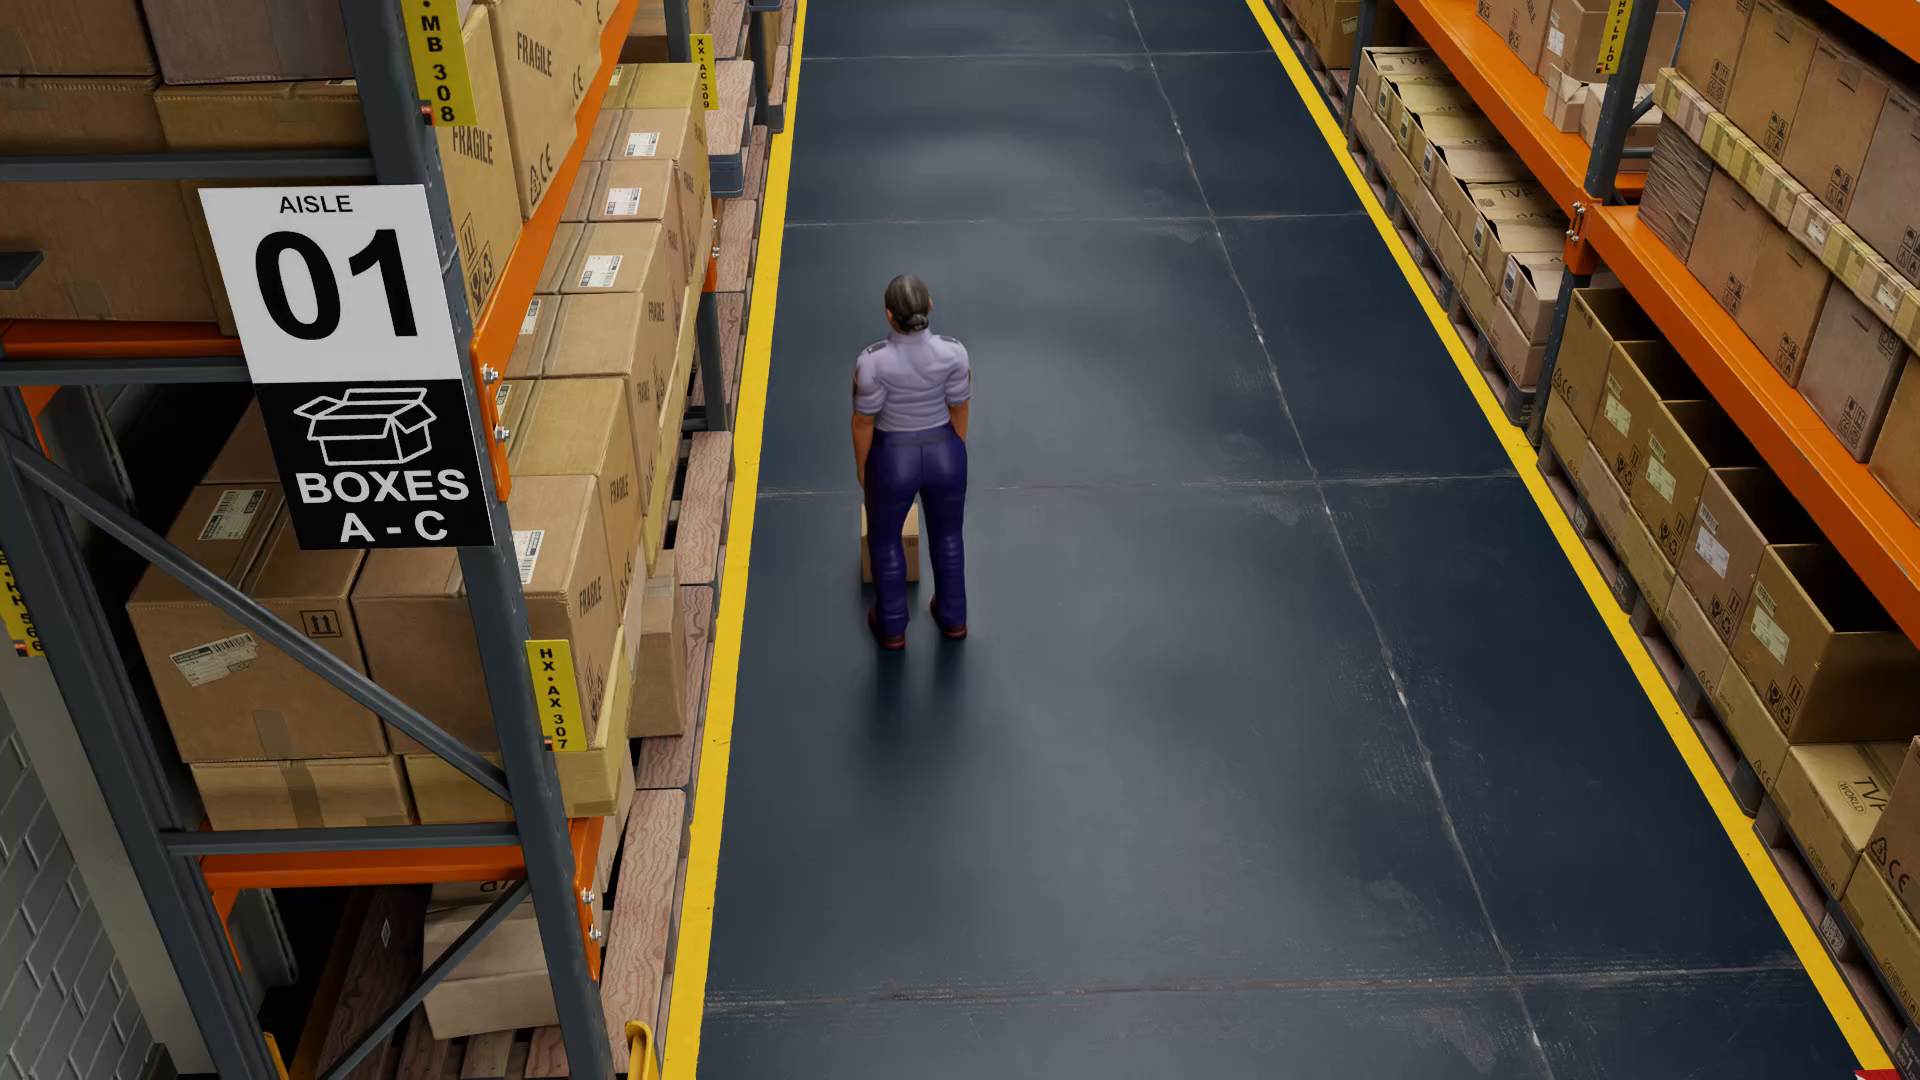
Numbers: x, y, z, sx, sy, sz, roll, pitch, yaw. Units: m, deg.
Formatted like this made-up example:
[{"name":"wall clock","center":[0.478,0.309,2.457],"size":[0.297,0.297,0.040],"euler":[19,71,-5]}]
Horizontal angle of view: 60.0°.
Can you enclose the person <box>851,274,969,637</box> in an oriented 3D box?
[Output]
[{"name":"person","center":[-0.200,-0.335,6.573],"size":[0.468,1.574,0.343],"euler":[-9,36,-12]}]
